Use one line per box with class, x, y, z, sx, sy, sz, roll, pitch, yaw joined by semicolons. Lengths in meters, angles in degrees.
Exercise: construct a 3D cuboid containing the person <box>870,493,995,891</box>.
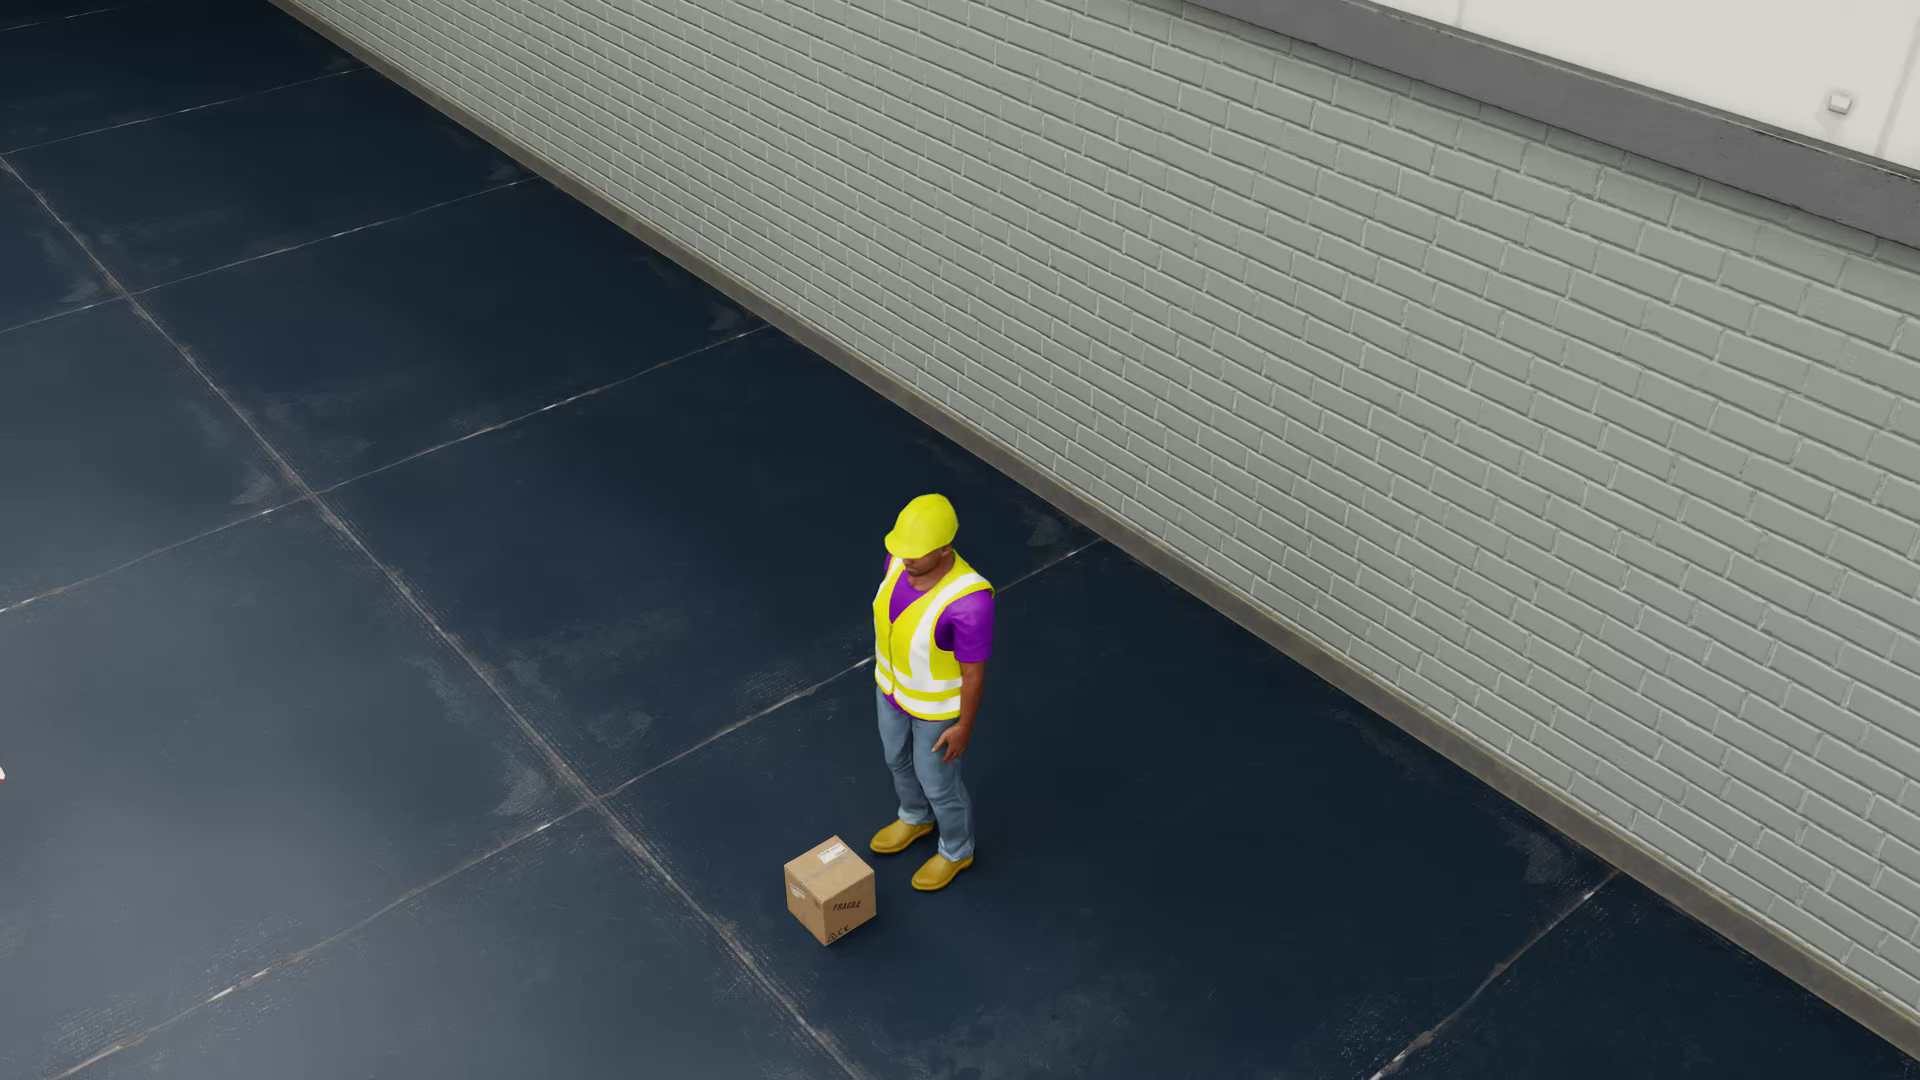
person;-0.122;0.572;6.265;0.366;1.763;0.565;-25;43;-31
